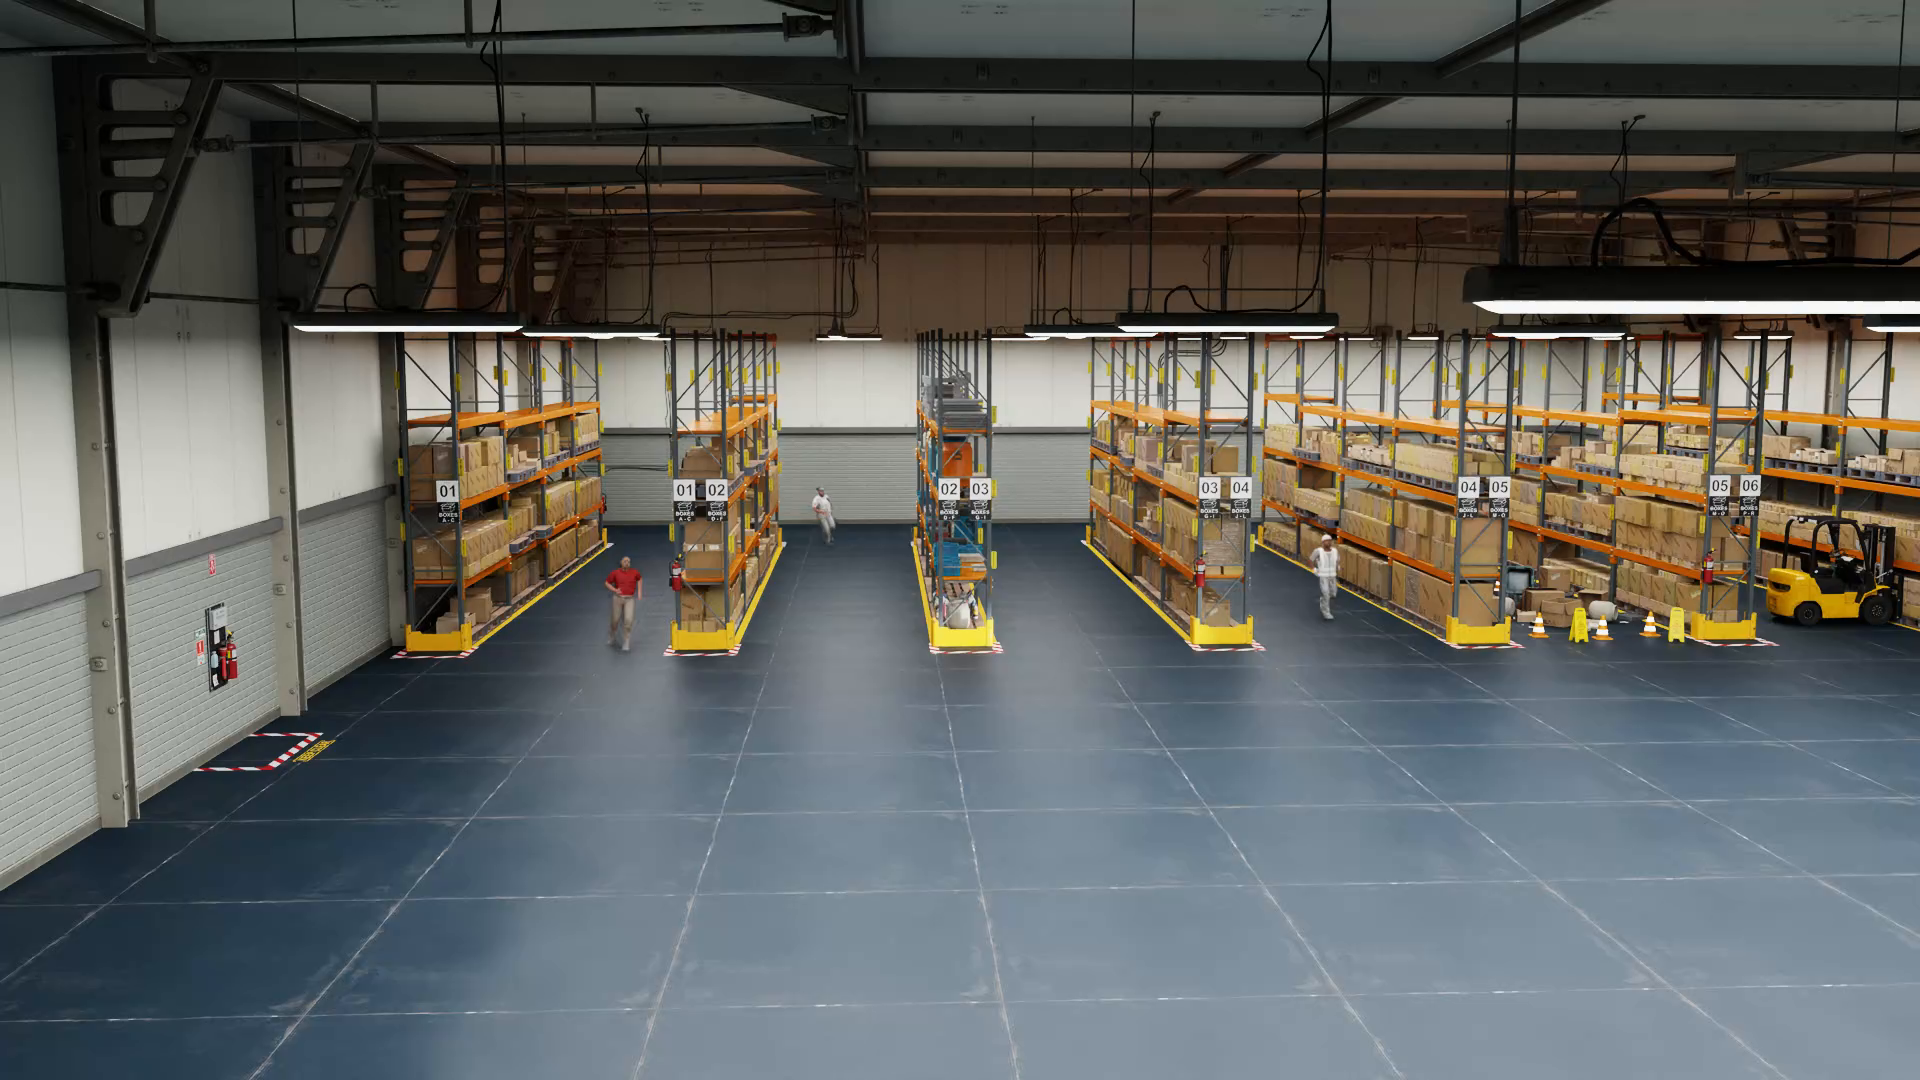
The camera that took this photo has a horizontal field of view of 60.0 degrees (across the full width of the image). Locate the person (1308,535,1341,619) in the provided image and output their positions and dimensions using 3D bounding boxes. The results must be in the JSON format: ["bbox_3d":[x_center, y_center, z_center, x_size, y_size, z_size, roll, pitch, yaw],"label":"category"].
[{"bbox_3d":[7.659,0.761,34.798,0.696,1.748,0.782,-1,7,-12],"label":"person"}]

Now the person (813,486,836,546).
[{"bbox_3d":[-3.841,-0.684,47.132,0.664,1.716,0.584,-4,8,-32],"label":"person"}]

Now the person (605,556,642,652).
[{"bbox_3d":[-6.331,1.182,31.387,0.723,1.755,0.892,-2,7,-17],"label":"person"}]
